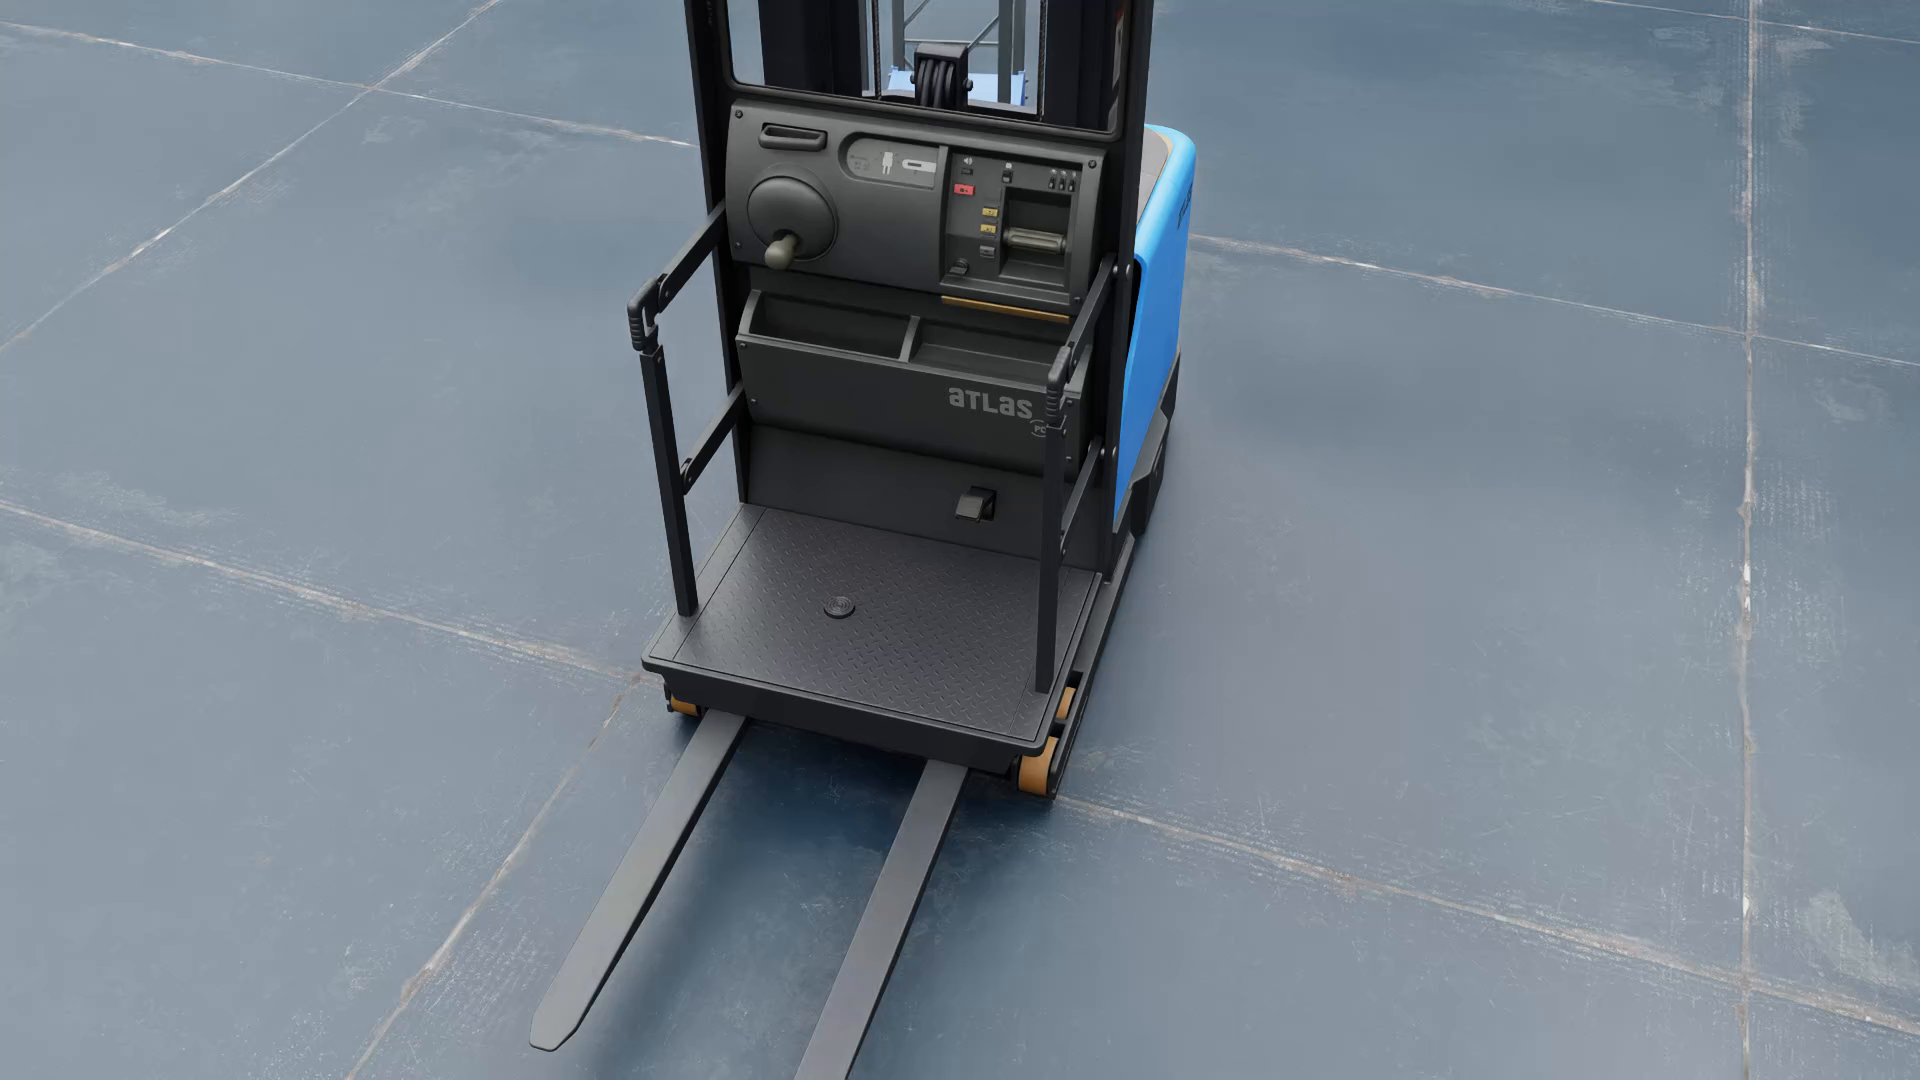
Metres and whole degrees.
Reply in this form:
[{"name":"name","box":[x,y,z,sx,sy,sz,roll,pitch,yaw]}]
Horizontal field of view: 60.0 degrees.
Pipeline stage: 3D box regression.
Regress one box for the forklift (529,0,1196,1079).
[{"name":"forklift","box":[-0.182,-0.725,3.841,1.130,2.935,3.031,11,42,13]}]

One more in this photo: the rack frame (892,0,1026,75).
[{"name":"rack frame","box":[-0.004,-1.879,6.296,0.500,1.500,0.032,3,41,3]}]

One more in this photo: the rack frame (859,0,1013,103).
[{"name":"rack frame","box":[-0.085,-1.221,5.525,0.500,1.500,0.032,3,41,3]}]

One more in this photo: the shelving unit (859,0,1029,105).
[{"name":"shelving unit","box":[-0.044,-1.550,5.911,0.538,1.500,1.048,3,41,3]}]

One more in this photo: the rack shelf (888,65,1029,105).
[{"name":"rack shelf","box":[-0.044,-1.413,6.028,0.538,0.185,1.000,3,41,3]}]
